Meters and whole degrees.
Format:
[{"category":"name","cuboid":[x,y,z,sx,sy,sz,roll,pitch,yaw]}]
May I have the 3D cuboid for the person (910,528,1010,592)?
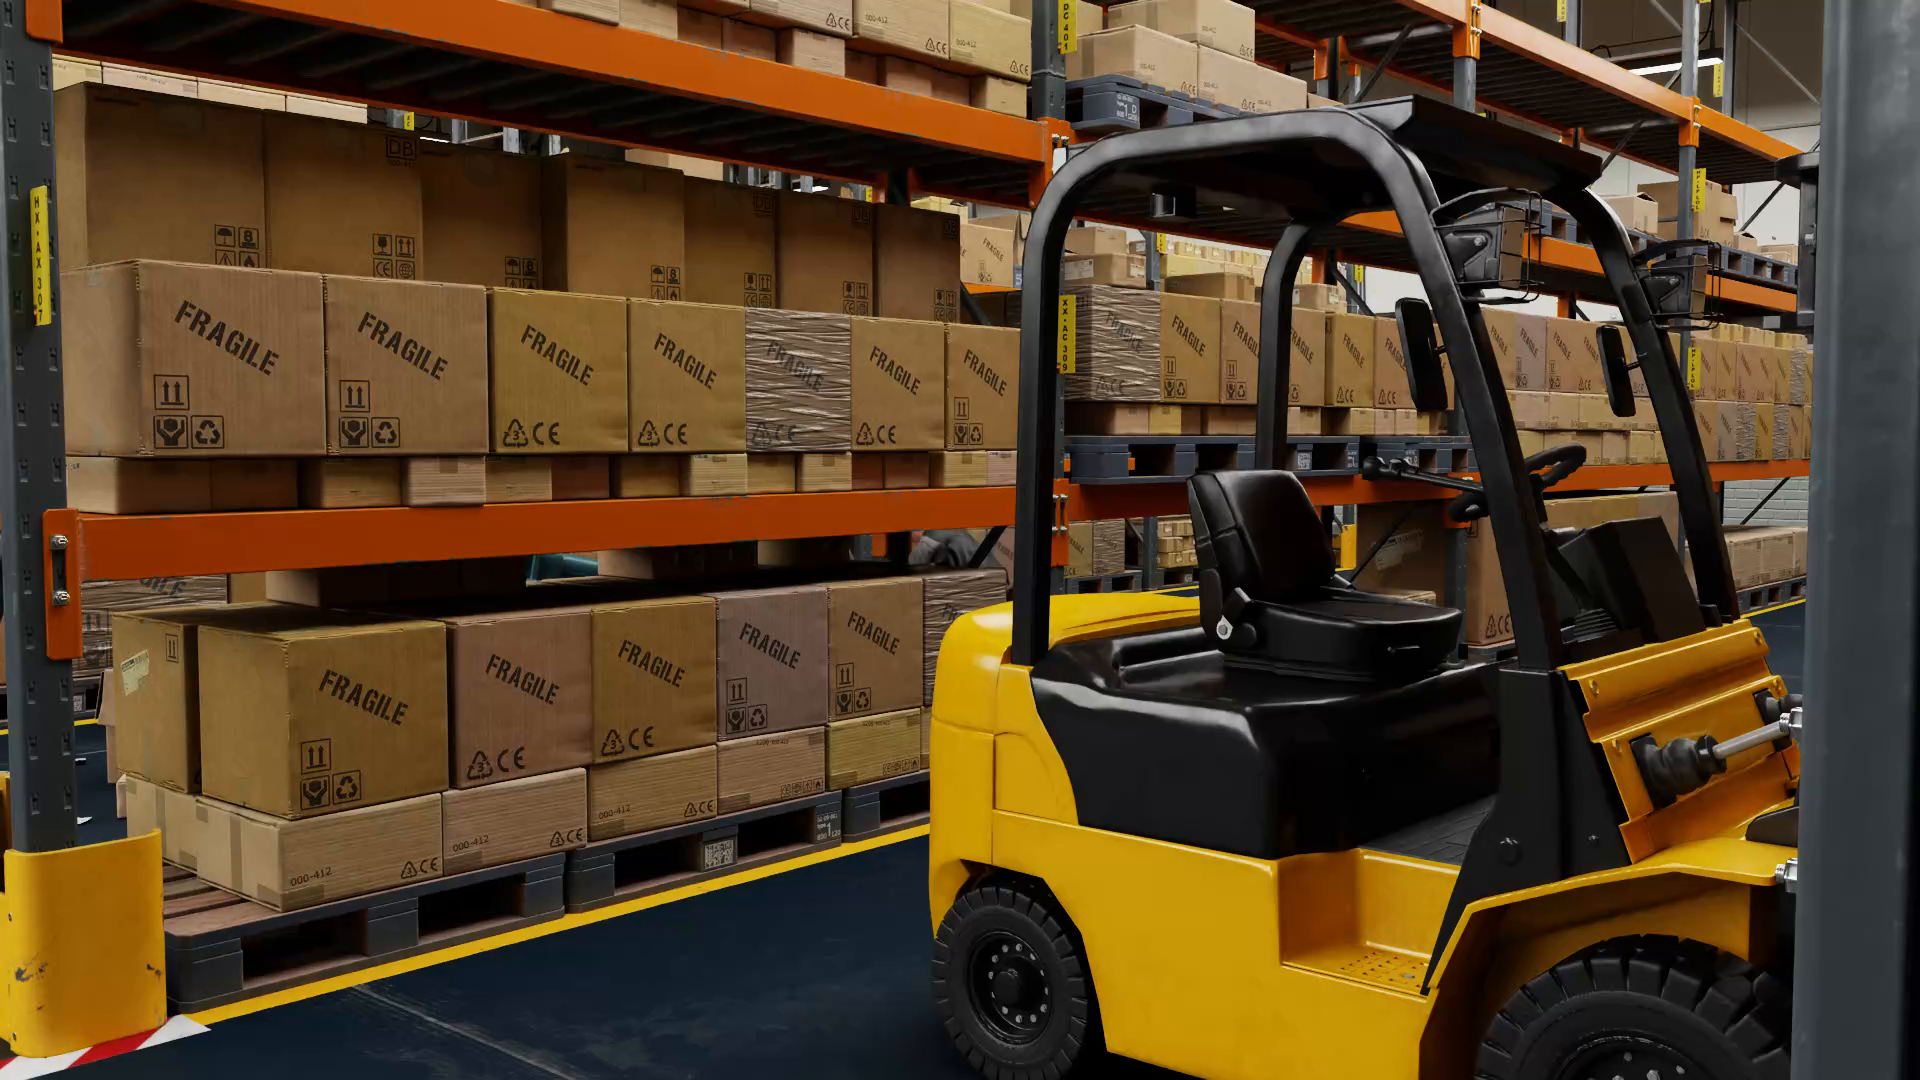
[{"category":"person","cuboid":[-0.074,0.283,12.088,0.872,0.963,0.530,3,5,41]}]
